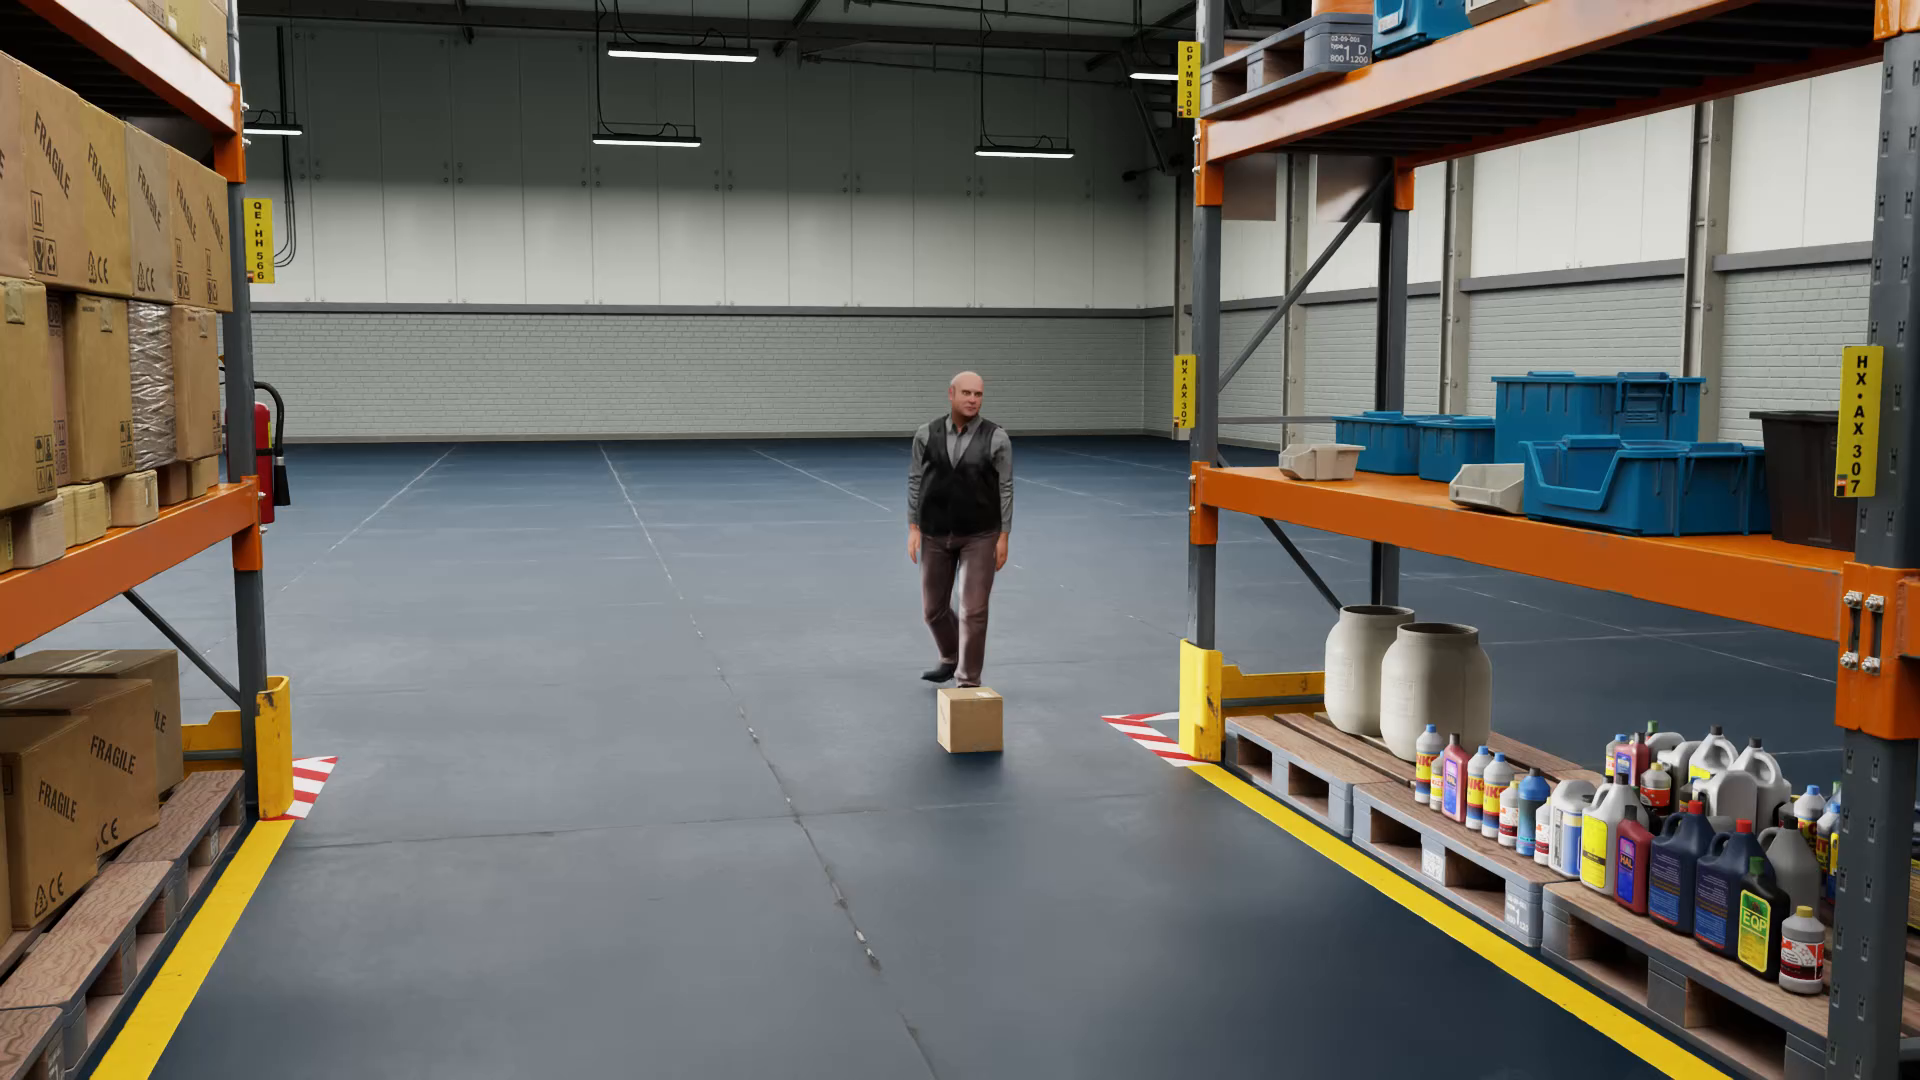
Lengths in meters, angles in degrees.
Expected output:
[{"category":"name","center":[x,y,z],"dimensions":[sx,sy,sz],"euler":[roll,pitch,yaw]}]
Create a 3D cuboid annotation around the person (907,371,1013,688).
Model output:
[{"category":"person","center":[0.009,-0.015,8.652],"dimensions":[0.558,1.719,0.670],"euler":[2,6,15]}]
